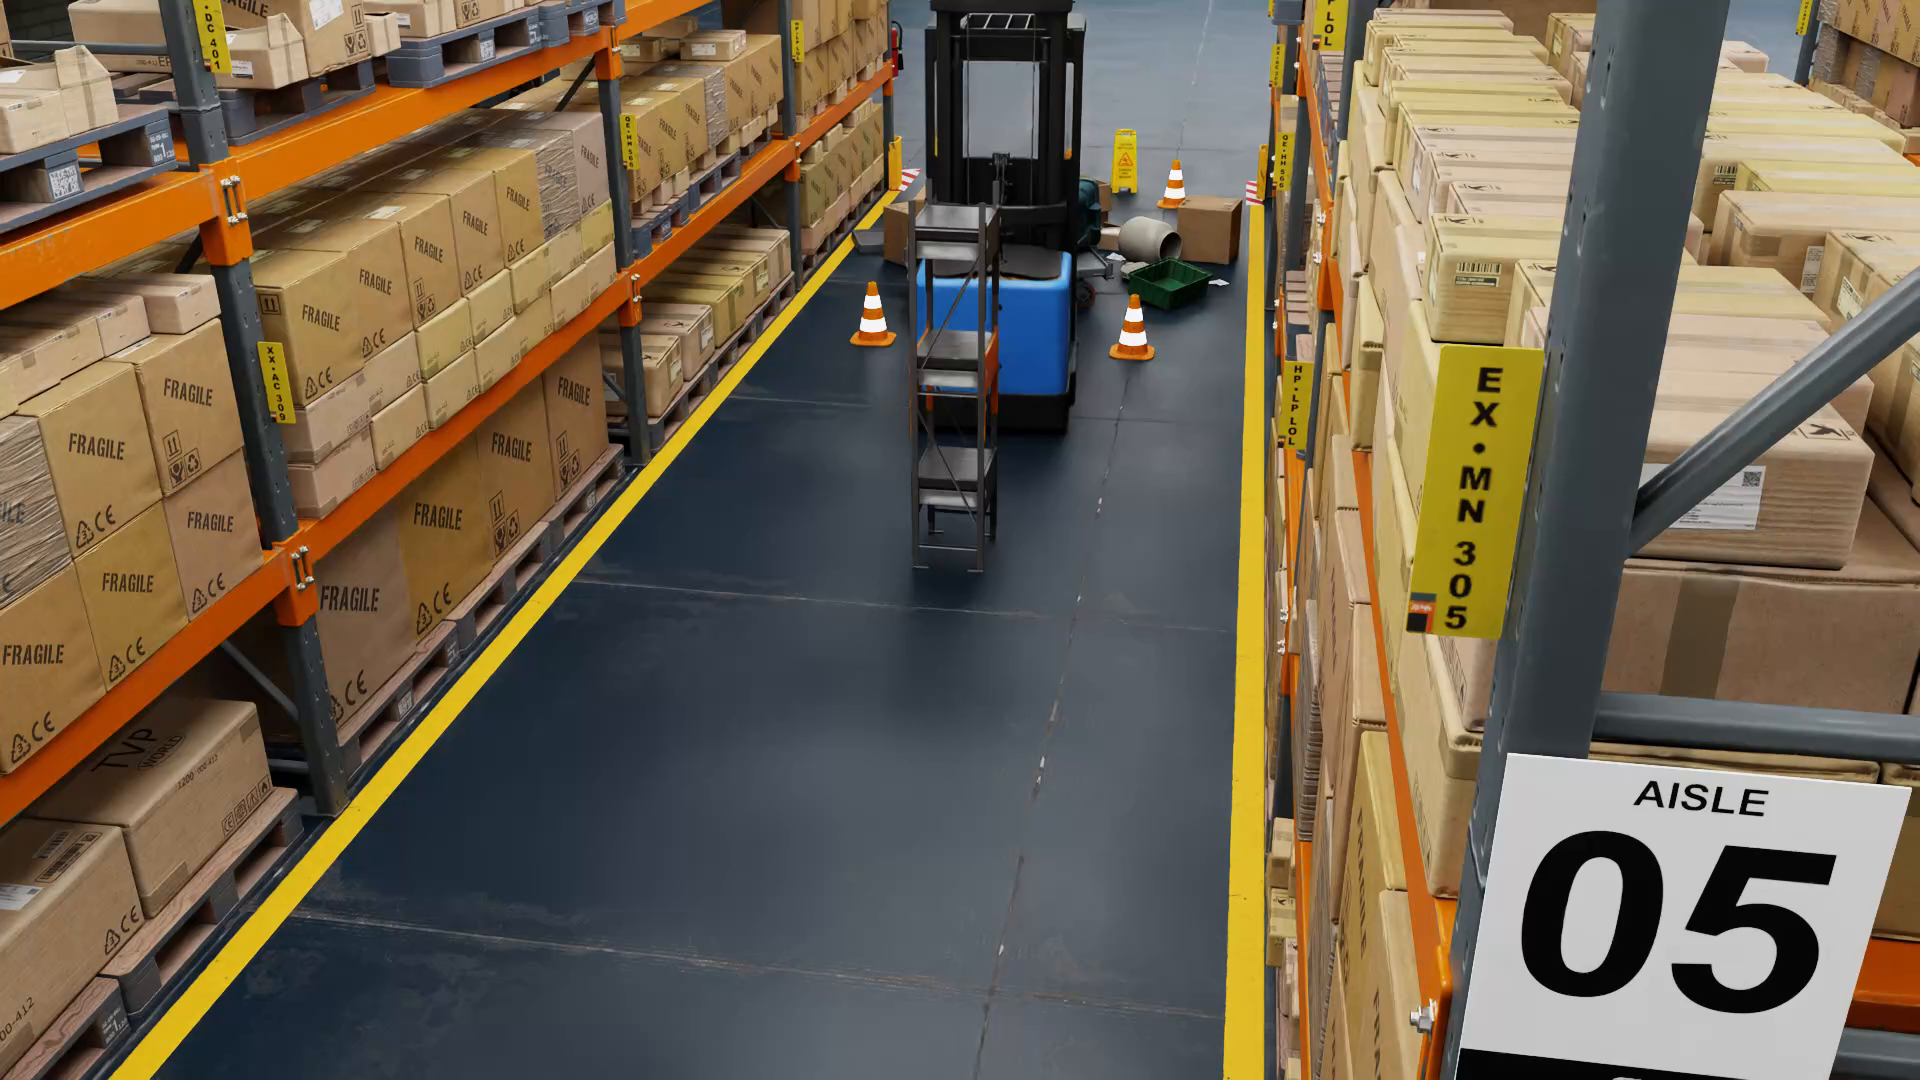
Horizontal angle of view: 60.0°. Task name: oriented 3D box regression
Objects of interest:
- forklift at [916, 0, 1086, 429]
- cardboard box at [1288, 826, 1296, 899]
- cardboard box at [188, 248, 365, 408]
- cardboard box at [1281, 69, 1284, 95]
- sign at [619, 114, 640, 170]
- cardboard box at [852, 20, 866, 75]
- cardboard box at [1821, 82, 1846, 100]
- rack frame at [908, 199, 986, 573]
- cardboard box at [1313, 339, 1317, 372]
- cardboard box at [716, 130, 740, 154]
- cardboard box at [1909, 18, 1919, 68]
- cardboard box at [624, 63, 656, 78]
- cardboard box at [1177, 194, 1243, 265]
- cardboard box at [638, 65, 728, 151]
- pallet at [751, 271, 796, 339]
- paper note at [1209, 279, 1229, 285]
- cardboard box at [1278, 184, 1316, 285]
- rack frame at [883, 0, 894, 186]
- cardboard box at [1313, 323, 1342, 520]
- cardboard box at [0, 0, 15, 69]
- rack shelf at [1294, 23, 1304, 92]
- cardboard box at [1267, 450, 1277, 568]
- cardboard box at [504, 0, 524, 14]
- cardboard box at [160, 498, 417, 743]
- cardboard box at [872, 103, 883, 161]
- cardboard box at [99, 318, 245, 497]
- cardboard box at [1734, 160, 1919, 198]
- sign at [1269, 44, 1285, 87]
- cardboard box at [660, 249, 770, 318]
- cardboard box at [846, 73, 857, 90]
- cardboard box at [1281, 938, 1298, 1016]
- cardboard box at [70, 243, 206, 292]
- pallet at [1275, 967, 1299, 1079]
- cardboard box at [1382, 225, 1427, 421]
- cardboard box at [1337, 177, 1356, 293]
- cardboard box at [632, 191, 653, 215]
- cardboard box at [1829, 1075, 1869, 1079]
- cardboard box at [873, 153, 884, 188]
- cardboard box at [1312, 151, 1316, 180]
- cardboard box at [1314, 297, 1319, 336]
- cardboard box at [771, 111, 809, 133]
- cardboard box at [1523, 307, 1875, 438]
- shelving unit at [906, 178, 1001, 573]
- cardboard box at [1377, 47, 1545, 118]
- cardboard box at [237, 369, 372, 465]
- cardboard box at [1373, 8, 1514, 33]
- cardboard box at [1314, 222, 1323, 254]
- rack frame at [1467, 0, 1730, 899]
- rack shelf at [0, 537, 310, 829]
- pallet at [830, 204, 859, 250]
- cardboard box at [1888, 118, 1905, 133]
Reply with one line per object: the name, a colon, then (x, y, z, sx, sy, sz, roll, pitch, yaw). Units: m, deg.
forklift: (0.324, -2.662, 11.979, 1.130, 2.935, 3.031, 2, 25, 4)
cardboard box: (1.365, 1.161, 5.897, 0.380, 0.149, 0.250, 5, 26, 11)
cardboard box: (-2.816, -0.874, 6.782, 0.500, 0.500, 0.500, 4, 25, 9)
cardboard box: (3.345, -4.158, 14.918, 0.875, 0.550, 0.500, 4, 25, 9)
sign: (-1.969, -2.372, 9.914, 0.100, 0.325, 0.005, 4, 25, 9)
cardboard box: (-1.198, -4.747, 15.884, 0.500, 0.500, 0.500, 4, 25, 8)
cardboard box: (8.170, -4.121, 15.312, 0.380, 0.149, 0.250, 4, 25, 9)
rack frame: (-0.067, -0.780, 8.939, 0.400, 2.100, 0.015, 4, 25, 9)
cardboard box: (1.852, -0.824, 7.773, 0.380, 0.149, 0.250, 3, 25, 7)
cardboard box: (-1.856, -2.974, 12.367, 0.380, 0.149, 0.250, 4, 25, 8)
cardboard box: (7.796, -3.921, 12.940, 0.500, 0.500, 0.500, 4, 25, 9)
cardboard box: (-2.472, -3.121, 11.915, 0.500, 0.500, 0.500, 3, 25, 6)
cardboard box: (2.278, -2.847, 15.239, 0.500, 0.500, 0.500, 8, 26, 18)
cardboard box: (-1.968, -3.077, 11.821, 0.500, 0.500, 0.500, 3, 25, 7)
pallet: (-1.989, -1.969, 13.708, 1.003, 0.211, 1.213, 4, 25, 9)
paper note: (2.253, -2.257, 14.535, 0.147, 0.020, 0.142, -14, 29, -27)
cardboard box: (2.191, -1.837, 10.017, 0.500, 0.500, 0.500, 4, 25, 9)
rack frame: (-1.210, -5.231, 17.387, 1.000, 3.000, 0.127, 4, 25, 9)
cardboard box: (1.415, -0.372, 5.359, 0.500, 0.500, 0.500, 5, 25, 10)
cardboard box: (-3.474, -1.620, 5.403, 0.500, 0.500, 0.500, 4, 25, 9)
rack shelf: (2.710, -3.453, 10.900, 1.077, 0.370, 4.000, 4, 25, 9)
cardboard box: (1.937, -0.154, 8.993, 0.500, 0.500, 0.500, 4, 25, 9)
cardboard box: (-2.397, -2.773, 8.260, 0.396, 0.266, 0.258, 3, 25, 7)
cardboard box: (-3.149, 0.295, 7.592, 0.875, 0.875, 0.875, 5, 26, 10)
cardboard box: (-1.084, -4.162, 16.967, 0.500, 0.500, 0.500, 4, 25, 9)
cardboard box: (-2.976, -0.494, 5.969, 0.500, 0.500, 0.500, 4, 25, 8)
cardboard box: (1.644, -0.590, 3.051, 0.380, 0.149, 0.250, 5, 26, 10)
sign: (2.489, -3.723, 13.051, 0.100, 0.325, 0.005, 4, 25, 9)
cardboard box: (-2.061, -2.038, 13.169, 0.950, 0.372, 0.625, 6, 26, 12)
cardboard box: (-1.200, -4.406, 15.921, 0.380, 0.149, 0.250, 4, 25, 8)
cardboard box: (1.320, 1.539, 5.792, 0.380, 0.149, 0.250, 4, 25, 8)
cardboard box: (-3.346, -0.914, 6.868, 0.500, 0.500, 0.500, 5, 26, 10)
pallet: (1.654, 1.635, 6.008, 1.003, 0.211, 1.213, 4, 25, 9)
cardboard box: (1.068, -0.394, 3.102, 0.500, 0.250, 0.500, 4, 25, 9)
cardboard box: (1.320, -0.816, 4.595, 0.500, 0.250, 0.500, 4, 25, 8)
cardboard box: (-2.201, -2.200, 10.713, 0.380, 0.149, 0.250, 2, 25, 5)
cardboard box: (1.411, 0.959, 2.514, 0.500, 0.500, 0.500, 4, 25, 8)
cardboard box: (-1.080, -3.809, 17.097, 0.500, 0.250, 0.500, 4, 25, 8)
cardboard box: (2.547, -2.481, 10.215, 0.700, 0.500, 0.500, 4, 25, 8)
cardboard box: (1.897, -1.068, 7.944, 0.380, 0.149, 0.250, 4, 25, 8)
cardboard box: (-1.496, -3.554, 14.100, 0.380, 0.149, 0.250, 4, 25, 8)
cardboard box: (0.955, -0.193, 2.203, 0.380, 0.149, 0.250, 4, 25, 9)
shelving unit: (-0.027, -0.882, 9.157, 0.431, 2.100, 0.503, 4, 25, 9)
cardboard box: (1.293, -1.178, 4.307, 0.380, 0.149, 0.250, 3, 25, 7)
cardboard box: (-2.821, -0.535, 6.942, 0.500, 0.250, 0.500, 3, 25, 7)
cardboard box: (1.442, -1.504, 5.004, 0.380, 0.149, 0.250, 4, 25, 8)
cardboard box: (2.030, -1.535, 8.591, 0.380, 0.149, 0.250, 4, 25, 8)
rack frame: (1.075, -0.955, 1.176, 1.000, 3.000, 0.127, 4, 25, 9)
rack shelf: (-3.498, 0.950, 5.030, 1.077, 0.370, 4.000, 4, 25, 9)
pallet: (-1.592, -3.090, 16.103, 1.003, 0.211, 1.213, 4, 25, 9)
cardboard box: (7.911, -3.387, 13.744, 0.380, 0.149, 0.250, 4, 25, 9)
